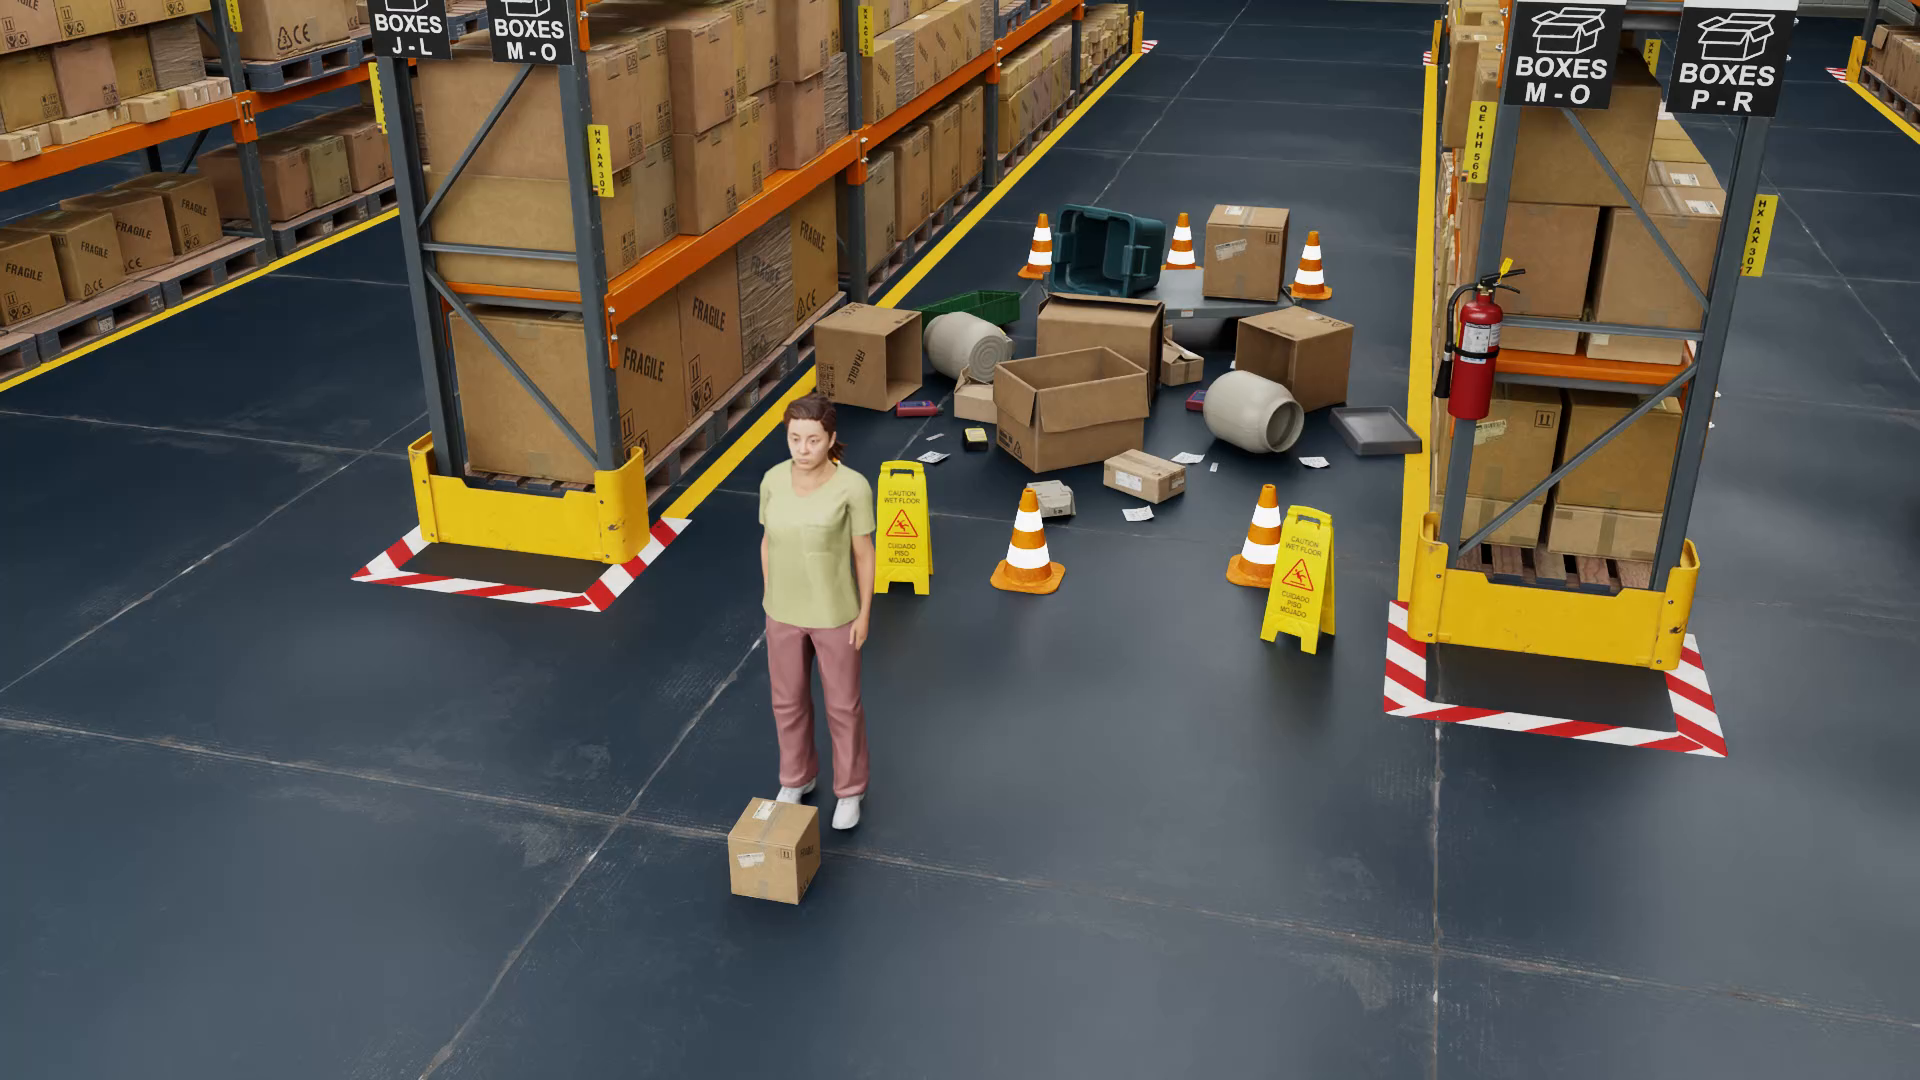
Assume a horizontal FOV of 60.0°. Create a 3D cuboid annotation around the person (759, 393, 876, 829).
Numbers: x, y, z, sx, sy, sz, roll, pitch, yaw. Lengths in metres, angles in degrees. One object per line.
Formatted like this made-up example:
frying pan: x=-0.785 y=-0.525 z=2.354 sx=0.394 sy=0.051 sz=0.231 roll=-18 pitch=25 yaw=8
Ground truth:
person: x=-0.520 y=0.265 z=6.064 sx=0.441 sy=1.672 sz=0.352 roll=7 pitch=26 yaw=14
